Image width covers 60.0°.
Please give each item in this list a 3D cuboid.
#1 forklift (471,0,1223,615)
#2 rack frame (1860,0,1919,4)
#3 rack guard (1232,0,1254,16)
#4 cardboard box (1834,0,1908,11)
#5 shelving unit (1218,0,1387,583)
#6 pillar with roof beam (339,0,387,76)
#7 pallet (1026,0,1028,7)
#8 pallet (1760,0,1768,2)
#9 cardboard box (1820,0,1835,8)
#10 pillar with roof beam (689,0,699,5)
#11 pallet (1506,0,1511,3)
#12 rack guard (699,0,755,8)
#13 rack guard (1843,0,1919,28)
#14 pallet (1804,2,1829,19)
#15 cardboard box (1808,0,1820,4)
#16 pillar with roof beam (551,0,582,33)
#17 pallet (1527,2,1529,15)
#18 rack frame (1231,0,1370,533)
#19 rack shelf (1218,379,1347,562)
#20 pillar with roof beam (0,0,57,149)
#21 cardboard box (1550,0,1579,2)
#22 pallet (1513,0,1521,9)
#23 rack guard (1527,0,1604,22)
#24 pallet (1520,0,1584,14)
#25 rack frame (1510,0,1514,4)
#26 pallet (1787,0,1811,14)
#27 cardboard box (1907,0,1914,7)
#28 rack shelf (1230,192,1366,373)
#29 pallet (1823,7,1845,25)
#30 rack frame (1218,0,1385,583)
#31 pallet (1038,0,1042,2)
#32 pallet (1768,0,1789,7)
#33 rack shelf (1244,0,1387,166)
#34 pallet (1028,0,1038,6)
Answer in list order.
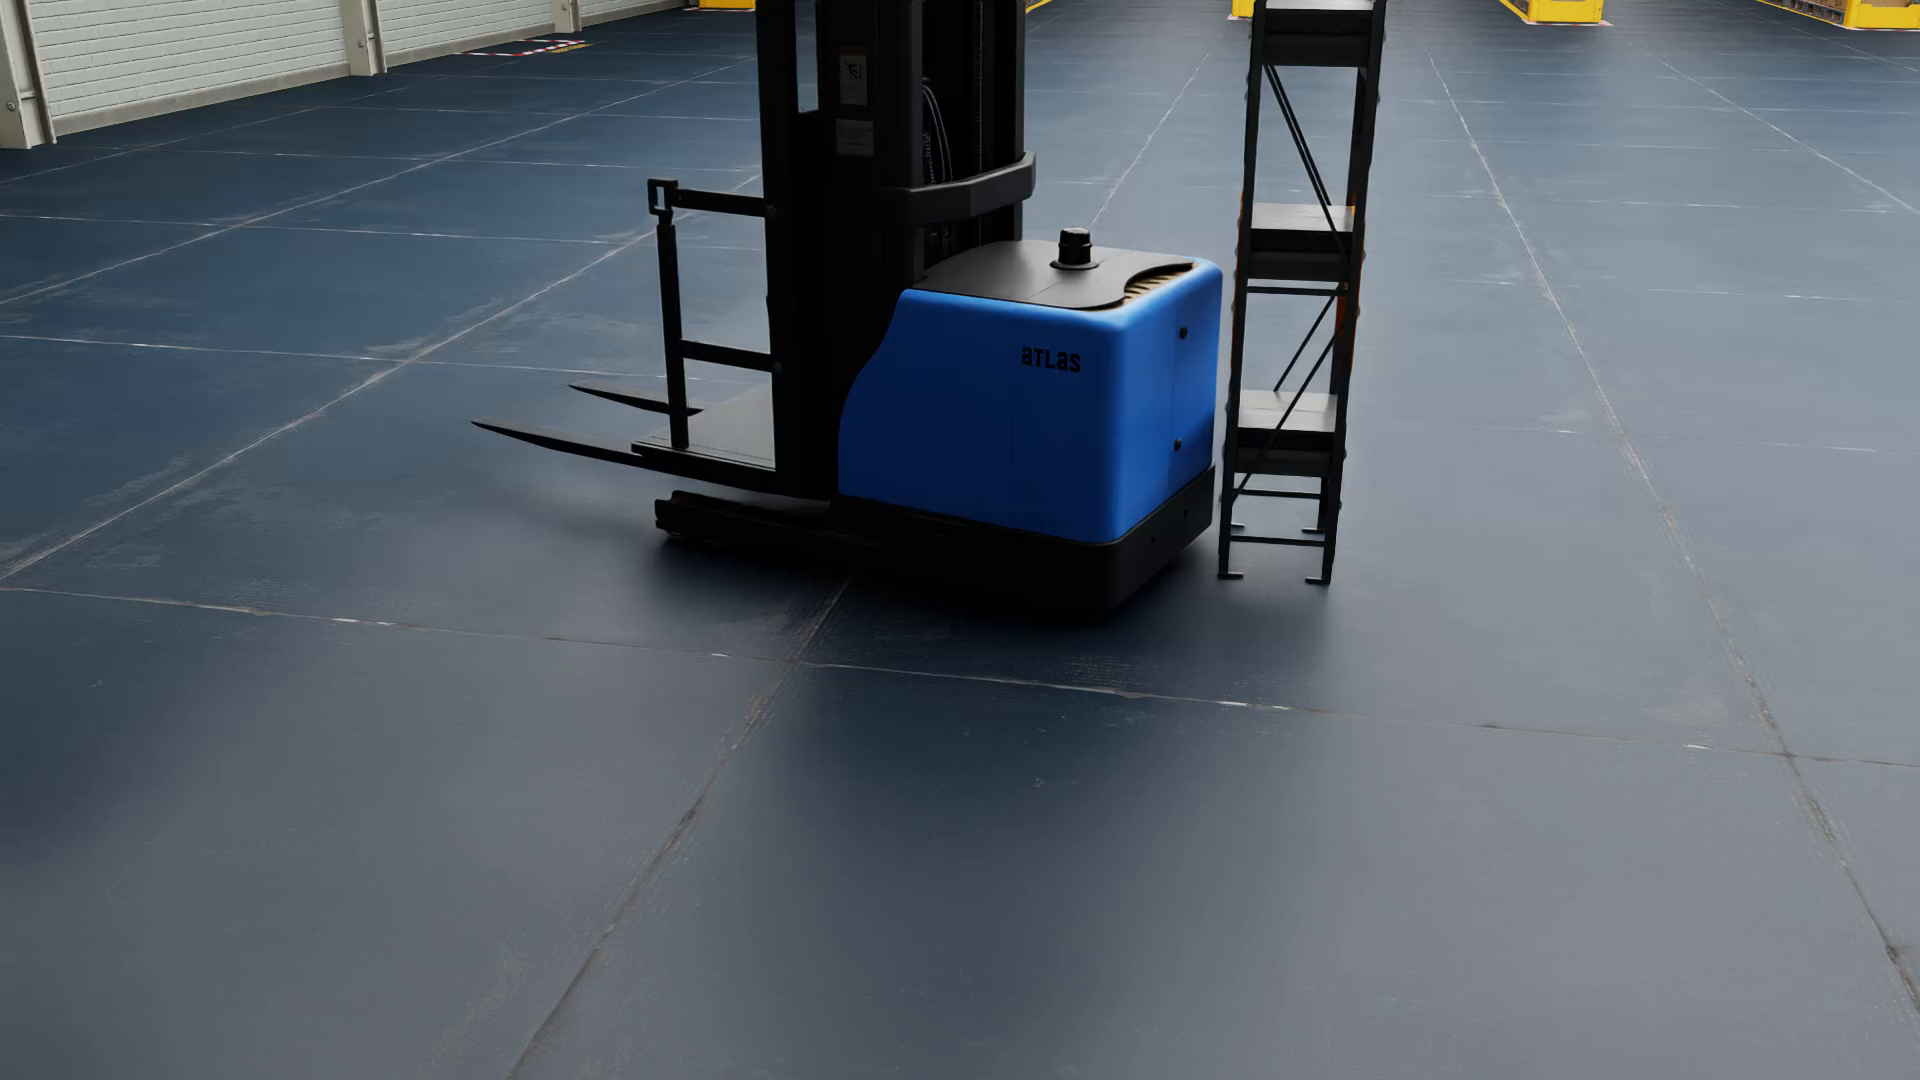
[{"bbox_3d":[-0.578,-1.486,6.121,3.031,2.935,1.130,12,25,27],"label":"forklift"},{"bbox_3d":[15.085,-9.779,26.619,1.000,3.000,0.127,4,22,11],"label":"rack frame"},{"bbox_3d":[5.371,-9.443,29.132,1.175,0.500,0.348,4,22,11],"label":"rack guard"},{"bbox_3d":[15.159,-9.241,27.566,0.875,0.875,0.875,5,22,11],"label":"cardboard box"},{"bbox_3d":[1.177,-0.925,5.835,0.431,2.100,0.503,4,22,9],"label":"shelving unit"},{"bbox_3d":[-3.236,-9.715,18.429,9.100,9.000,0.400,4,22,11],"label":"pillar with roof beam"},{"bbox_3d":[0.668,-9.940,30.752,1.003,0.211,1.213,4,22,11],"label":"pallet"},{"bbox_3d":[16.231,-10.684,32.599,1.003,0.211,1.213,4,22,11],"label":"pallet"},{"bbox_3d":[15.336,-9.563,28.365,0.875,0.875,0.875,4,22,10],"label":"cardboard box"},{"bbox_3d":[-0.787,-14.103,29.326,9.100,9.000,0.400,4,22,11],"label":"pillar with roof beam"},{"bbox_3d":[11.223,-10.648,32.510,1.003,0.211,1.213,4,22,11],"label":"pallet"},{"bbox_3d":[-4.282,-10.195,30.999,1.175,0.500,0.348,4,22,11],"label":"rack guard"},{"bbox_3d":[15.080,-8.611,27.064,1.175,0.500,0.348,4,22,11],"label":"rack guard"},{"bbox_3d":[15.423,-9.229,28.986,1.003,0.211,1.213,4,22,11],"label":"pallet"},{"bbox_3d":[15.524,-9.896,29.193,0.875,0.875,0.875,5,22,11],"label":"cardboard box"},{"bbox_3d":[-2.011,-11.909,23.878,9.100,9.000,0.400,4,22,11],"label":"pillar with roof beam"},{"bbox_3d":[10.466,-9.223,28.971,1.003,0.211,1.213,4,22,11],"label":"pallet"},{"bbox_3d":[1.217,-1.015,6.058,0.400,2.100,0.015,4,22,9],"label":"rack frame"},{"bbox_3d":[1.176,-0.263,6.104,0.431,0.518,0.480,4,22,9],"label":"rack shelf"},{"bbox_3d":[-4.460,-7.520,12.981,9.100,9.000,0.400,4,22,11],"label":"pillar with roof beam"},{"bbox_3d":[10.394,-9.456,28.602,0.500,0.500,0.500,9,24,21],"label":"cardboard box"},{"bbox_3d":[10.964,-10.115,31.187,1.003,0.211,1.213,4,22,11],"label":"pallet"},{"bbox_3d":[10.265,-9.062,28.186,1.175,0.500,0.348,4,22,11],"label":"rack guard"},{"bbox_3d":[10.717,-9.668,30.075,1.003,0.211,1.213,4,22,11],"label":"pallet"},{"bbox_3d":[11.066,-11.657,31.282,1.000,3.000,0.127,4,22,11],"label":"rack frame"},{"bbox_3d":[15.669,-9.676,30.097,1.003,0.211,1.213,4,22,11],"label":"pallet"},{"bbox_3d":[16.589,-9.438,29.114,0.500,0.500,0.500,8,23,20],"label":"cardboard box"},{"bbox_3d":[1.177,-0.912,5.840,0.431,0.518,0.480,4,22,9],"label":"rack shelf"},{"bbox_3d":[15.171,-8.784,27.881,1.003,0.211,1.213,4,22,11],"label":"pallet"},{"bbox_3d":[1.137,-0.834,5.612,0.400,2.100,0.015,4,22,9],"label":"rack frame"},{"bbox_3d":[1.166,-10.832,32.967,1.003,0.211,1.213,4,22,11],"label":"pallet"},{"bbox_3d":[15.985,-10.236,31.487,1.003,0.211,1.213,4,22,11],"label":"pallet"},{"bbox_3d":[1.178,-1.560,5.577,0.431,0.518,0.480,4,22,9],"label":"rack shelf"},{"bbox_3d":[0.919,-10.385,31.856,1.003,0.211,1.213,4,22,11],"label":"pallet"}]
